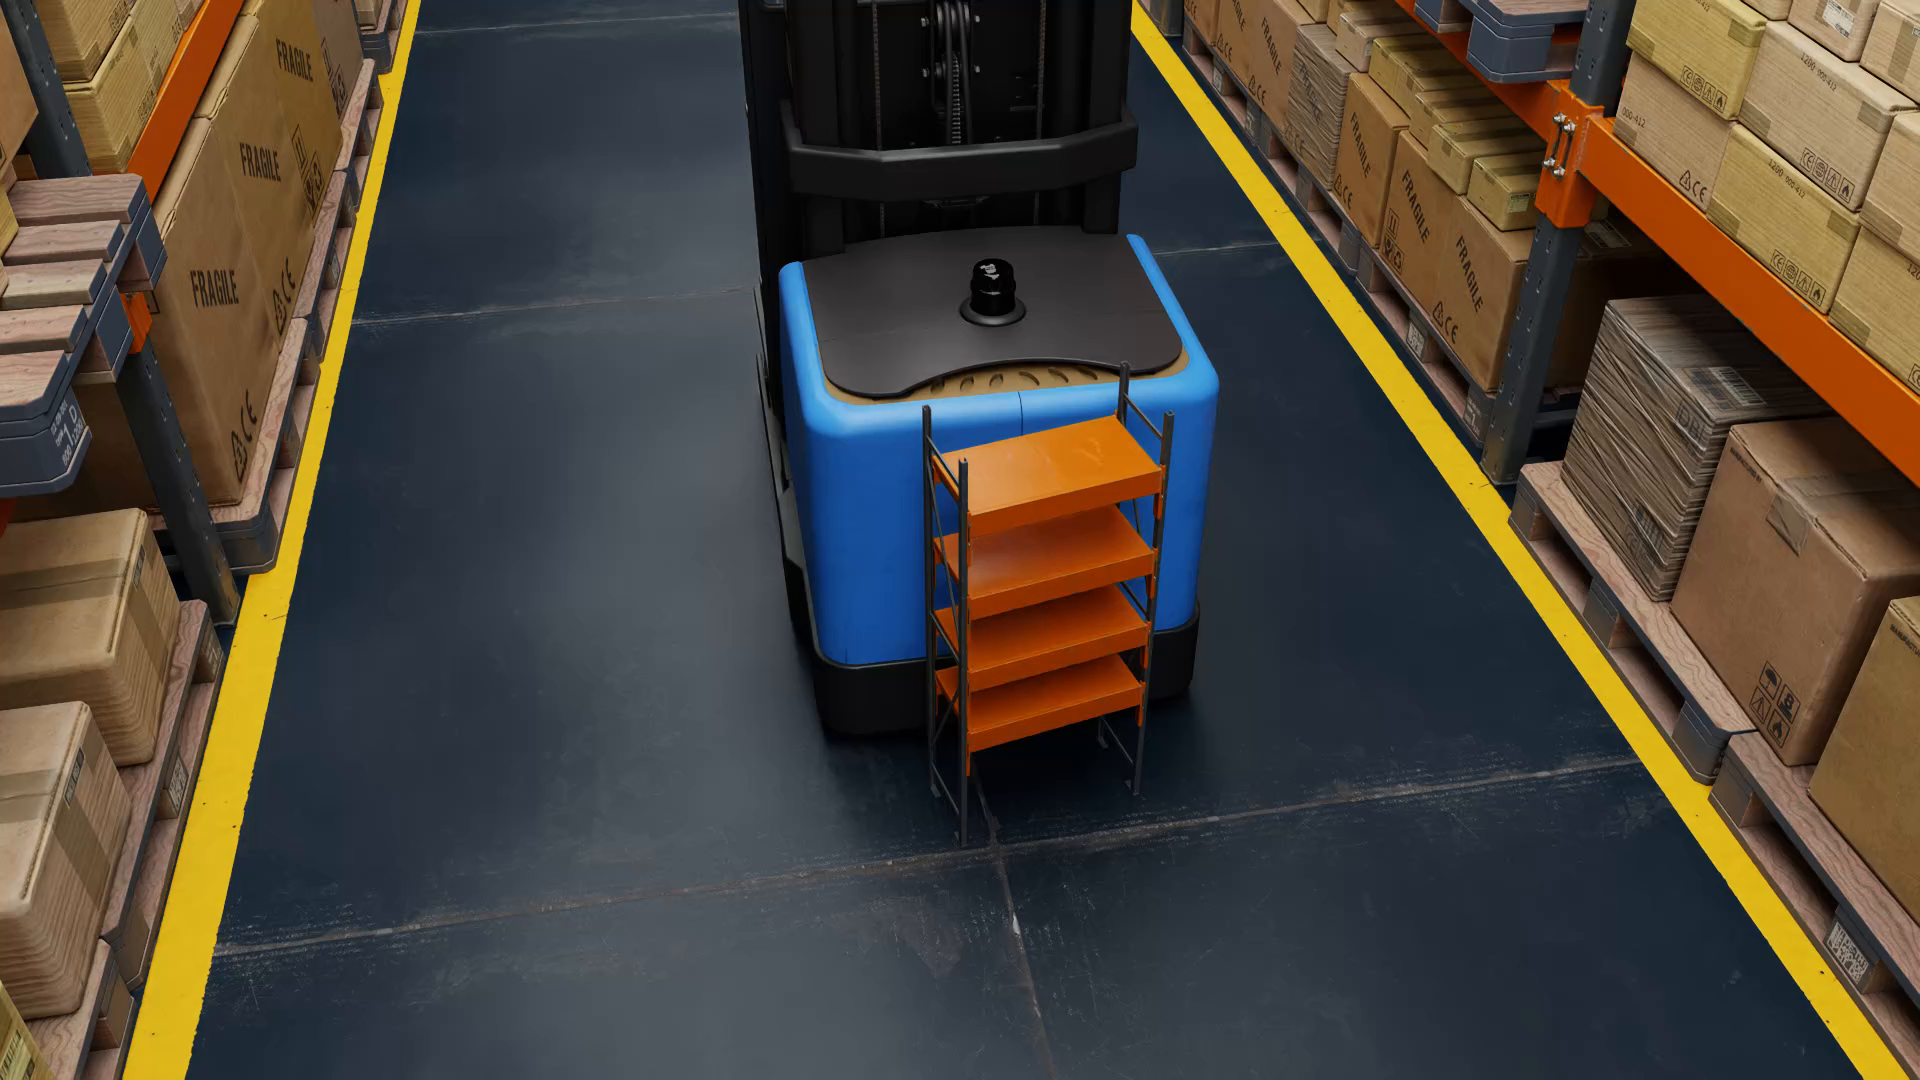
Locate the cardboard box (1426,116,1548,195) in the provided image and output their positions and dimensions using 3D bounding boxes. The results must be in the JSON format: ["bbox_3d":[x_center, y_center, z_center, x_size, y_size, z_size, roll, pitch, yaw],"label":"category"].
[{"bbox_3d":[1.825,-1.313,5.662,0.380,0.149,0.250,-8,39,-10],"label":"cardboard box"}]

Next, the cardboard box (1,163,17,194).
[{"bbox_3d":[-2.358,-0.804,3.702,0.380,0.149,0.250,-5,38,-6],"label":"cardboard box"}]

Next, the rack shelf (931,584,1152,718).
[{"bbox_3d":[0.193,0.240,4.072,0.480,0.148,0.258,-14,40,-17],"label":"rack shelf"}]

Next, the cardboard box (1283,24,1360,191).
[{"bbox_3d":[1.672,-1.788,6.802,0.500,0.500,0.500,-8,38,-10],"label":"cardboard box"}]

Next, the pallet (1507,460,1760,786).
[{"bbox_3d":[2.345,0.157,4.876,1.003,0.211,1.213,-6,38,-8],"label":"pallet"}]

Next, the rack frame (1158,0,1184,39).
[{"bbox_3d":[1.538,-3.862,7.776,1.000,3.000,0.127,-6,38,-8],"label":"rack frame"}]

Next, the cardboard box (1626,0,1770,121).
[{"bbox_3d":[2.052,-1.287,4.177,0.500,0.250,0.500,-6,38,-8],"label":"cardboard box"}]

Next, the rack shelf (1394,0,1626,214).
[{"bbox_3d":[1.889,-2.370,6.442,1.077,0.370,4.000,-6,38,-8],"label":"rack shelf"}]

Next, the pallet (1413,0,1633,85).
[{"bbox_3d":[2.051,-1.772,5.242,1.213,0.211,1.003,-6,38,-8],"label":"pallet"}]

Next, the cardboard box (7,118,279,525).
[{"bbox_3d":[-2.686,-0.663,5.048,0.875,0.875,0.875,-7,38,-8],"label":"cardboard box"}]

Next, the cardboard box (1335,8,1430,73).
[{"bbox_3d":[1.698,-1.956,6.489,0.380,0.149,0.250,-8,39,-10],"label":"cardboard box"}]

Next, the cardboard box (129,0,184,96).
[{"bbox_3d":[-2.592,-1.481,4.834,0.500,0.250,0.500,-7,38,-9],"label":"cardboard box"}]

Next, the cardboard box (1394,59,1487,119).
[{"bbox_3d":[1.821,-1.642,6.084,0.380,0.149,0.250,-5,38,-7],"label":"cardboard box"}]

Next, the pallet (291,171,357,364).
[{"bbox_3d":[-2.922,-1.028,6.401,1.003,0.211,1.213,-6,38,-8],"label":"pallet"}]

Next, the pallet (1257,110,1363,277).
[{"bbox_3d":[1.935,-1.535,7.054,1.003,0.211,1.213,-6,38,-8],"label":"pallet"}]

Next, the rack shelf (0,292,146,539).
[{"bbox_3d":[-2.296,0.582,2.642,1.077,0.370,4.000,-6,38,-8],"label":"rack shelf"}]

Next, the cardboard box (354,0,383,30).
[{"bbox_3d":[-3.353,-2.871,8.246,0.875,0.438,0.875,-7,38,-9],"label":"cardboard box"}]

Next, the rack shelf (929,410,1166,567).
[{"bbox_3d":[0.193,-0.123,3.790,0.480,0.148,0.258,-14,40,-17],"label":"rack shelf"}]

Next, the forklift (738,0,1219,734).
[{"bbox_3d":[-0.107,-1.538,4.841,1.130,2.935,3.031,-6,38,-8],"label":"forklift"}]

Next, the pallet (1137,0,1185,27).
[{"bbox_3d":[1.418,-3.176,9.166,1.003,0.211,1.213,-6,38,-8],"label":"pallet"}]

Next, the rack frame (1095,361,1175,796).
[{"bbox_3d":[0.420,0.132,4.102,0.015,1.200,0.240,-14,40,-17],"label":"rack frame"}]

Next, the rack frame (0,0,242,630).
[{"bbox_3d":[-2.647,-0.910,3.976,1.000,3.000,0.127,-6,38,-8],"label":"rack frame"}]

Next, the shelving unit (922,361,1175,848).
[{"bbox_3d":[0.193,0.187,4.031,0.503,1.200,0.258,-14,40,-17],"label":"shelving unit"}]

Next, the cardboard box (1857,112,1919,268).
[{"bbox_3d":[2.237,-0.669,3.381,0.500,0.250,0.500,-7,38,-9],"label":"cardboard box"}]

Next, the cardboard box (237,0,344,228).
[{"bbox_3d":[-2.995,-1.742,6.437,0.875,0.875,0.875,-5,38,-7],"label":"cardboard box"}]

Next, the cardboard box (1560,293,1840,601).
[{"bbox_3d":[2.335,-0.296,4.779,0.875,0.625,0.625,-5,38,-7],"label":"cardboard box"}]

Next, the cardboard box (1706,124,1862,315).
[{"bbox_3d":[2.160,-0.788,3.942,0.500,0.250,0.500,-7,38,-9],"label":"cardboard box"}]

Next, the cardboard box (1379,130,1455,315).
[{"bbox_3d":[1.876,-1.160,5.994,0.500,0.500,0.500,-7,38,-9],"label":"cardboard box"}]

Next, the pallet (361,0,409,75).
[{"bbox_3d":[-3.405,-2.692,8.543,1.003,0.211,1.213,-6,38,-8],"label":"pallet"}]

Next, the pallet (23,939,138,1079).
[{"bbox_3d":[-2.301,1.399,3.277,1.003,0.211,1.213,-6,38,-8],"label":"pallet"}]

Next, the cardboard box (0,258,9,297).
[{"bbox_3d":[-2.151,-0.502,3.314,0.380,0.149,0.250,-7,38,-8],"label":"cardboard box"}]

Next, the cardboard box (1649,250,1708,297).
[{"bbox_3d":[2.441,-0.909,5.671,0.500,0.500,0.500,-5,38,-6],"label":"cardboard box"}]

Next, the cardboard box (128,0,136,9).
[{"bbox_3d":[-2.582,-1.693,4.699,0.500,0.250,0.500,-5,38,-7],"label":"cardboard box"}]

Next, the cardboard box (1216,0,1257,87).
[{"bbox_3d":[1.504,-2.404,7.594,0.500,0.500,0.500,-7,38,-9],"label":"cardboard box"}]

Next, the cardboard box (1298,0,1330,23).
[{"bbox_3d":[1.629,-2.270,6.893,0.380,0.149,0.250,-5,38,-6],"label":"cardboard box"}]

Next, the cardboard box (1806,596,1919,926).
[{"bbox_3d":[2.576,0.505,3.749,0.875,0.625,0.625,-8,39,-10],"label":"cardboard box"}]

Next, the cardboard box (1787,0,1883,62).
[{"bbox_3d":[2.123,-1.204,3.744,0.380,0.149,0.250,-5,38,-7],"label":"cardboard box"}]

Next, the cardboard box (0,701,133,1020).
[{"bbox_3d":[-2.420,0.749,3.640,0.950,0.372,0.625,-7,38,-9],"label":"cardboard box"}]
